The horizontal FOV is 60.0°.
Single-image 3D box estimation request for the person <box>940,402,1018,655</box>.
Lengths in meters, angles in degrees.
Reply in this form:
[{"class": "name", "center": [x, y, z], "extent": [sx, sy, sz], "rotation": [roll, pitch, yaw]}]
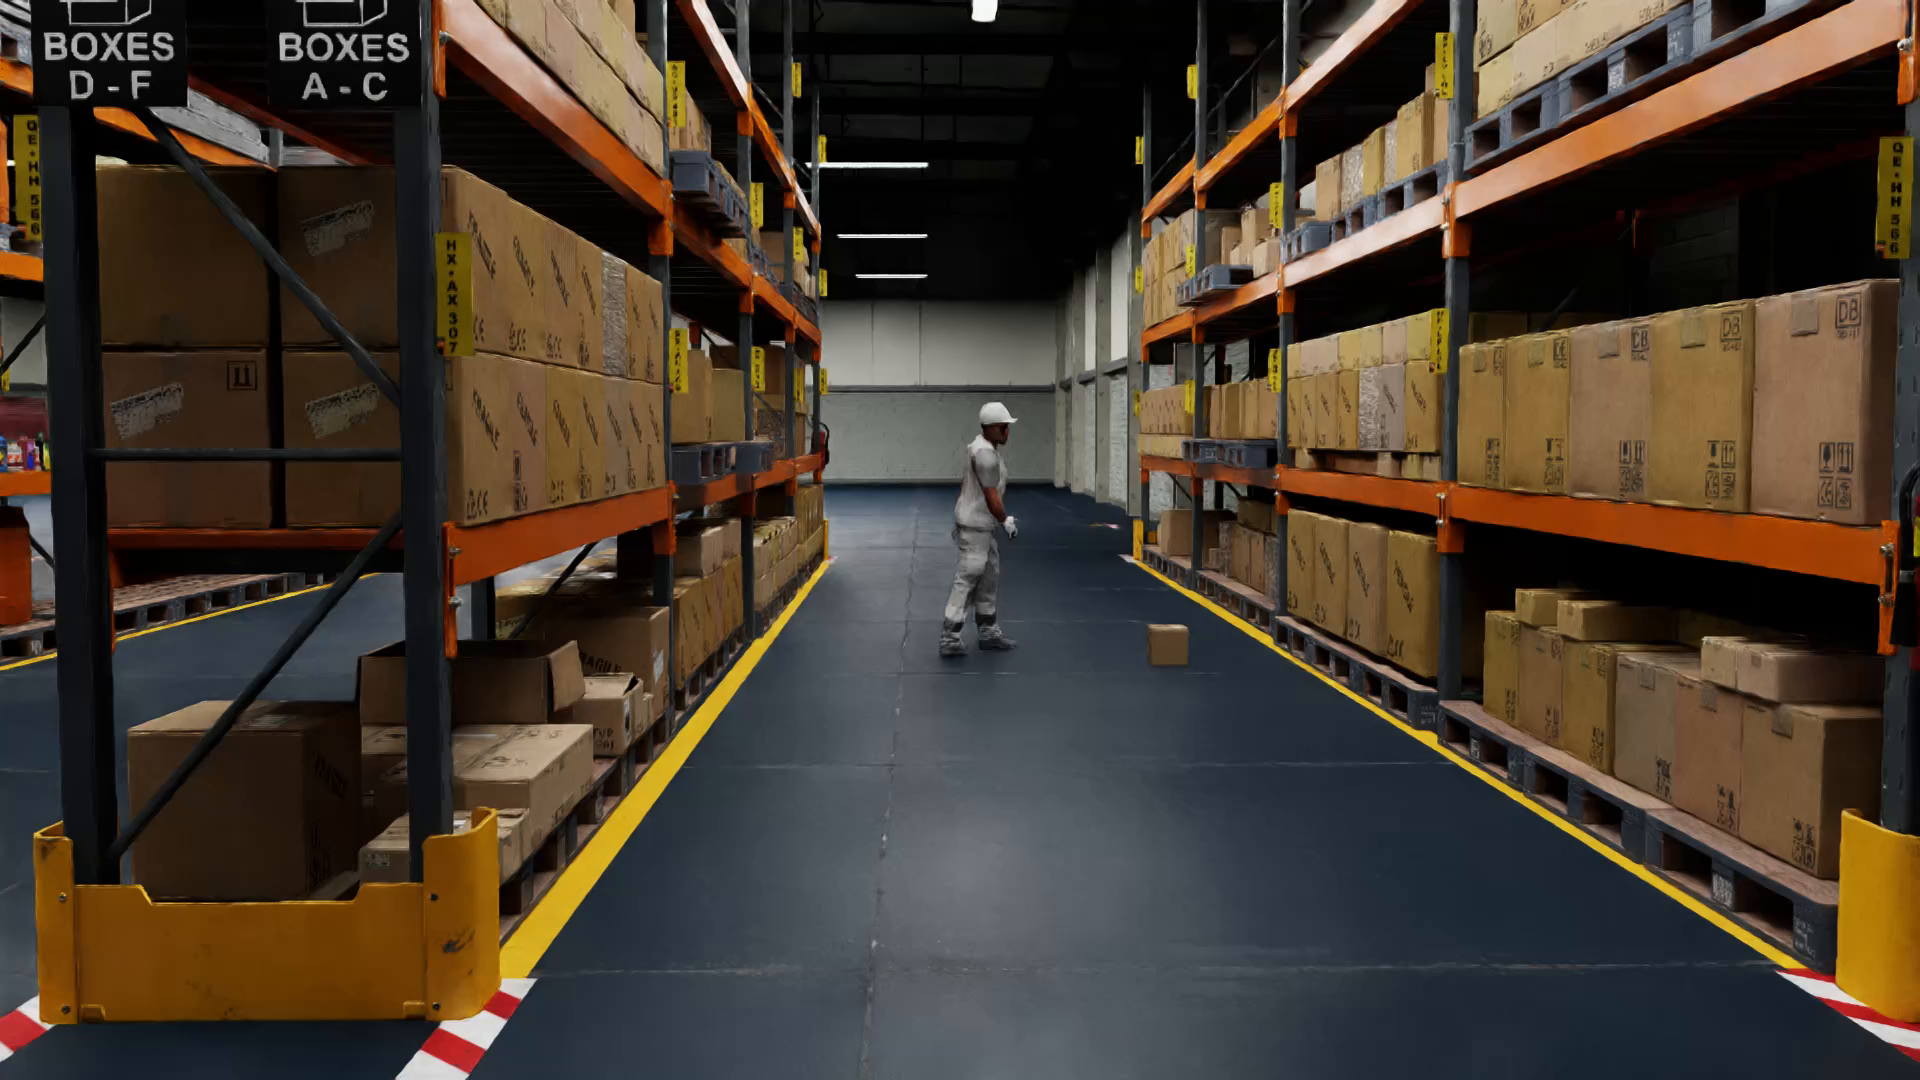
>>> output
[{"class": "person", "center": [0.139, -0.076, 11.675], "extent": [0.568, 1.772, 0.664], "rotation": [0, 4, -1]}]
